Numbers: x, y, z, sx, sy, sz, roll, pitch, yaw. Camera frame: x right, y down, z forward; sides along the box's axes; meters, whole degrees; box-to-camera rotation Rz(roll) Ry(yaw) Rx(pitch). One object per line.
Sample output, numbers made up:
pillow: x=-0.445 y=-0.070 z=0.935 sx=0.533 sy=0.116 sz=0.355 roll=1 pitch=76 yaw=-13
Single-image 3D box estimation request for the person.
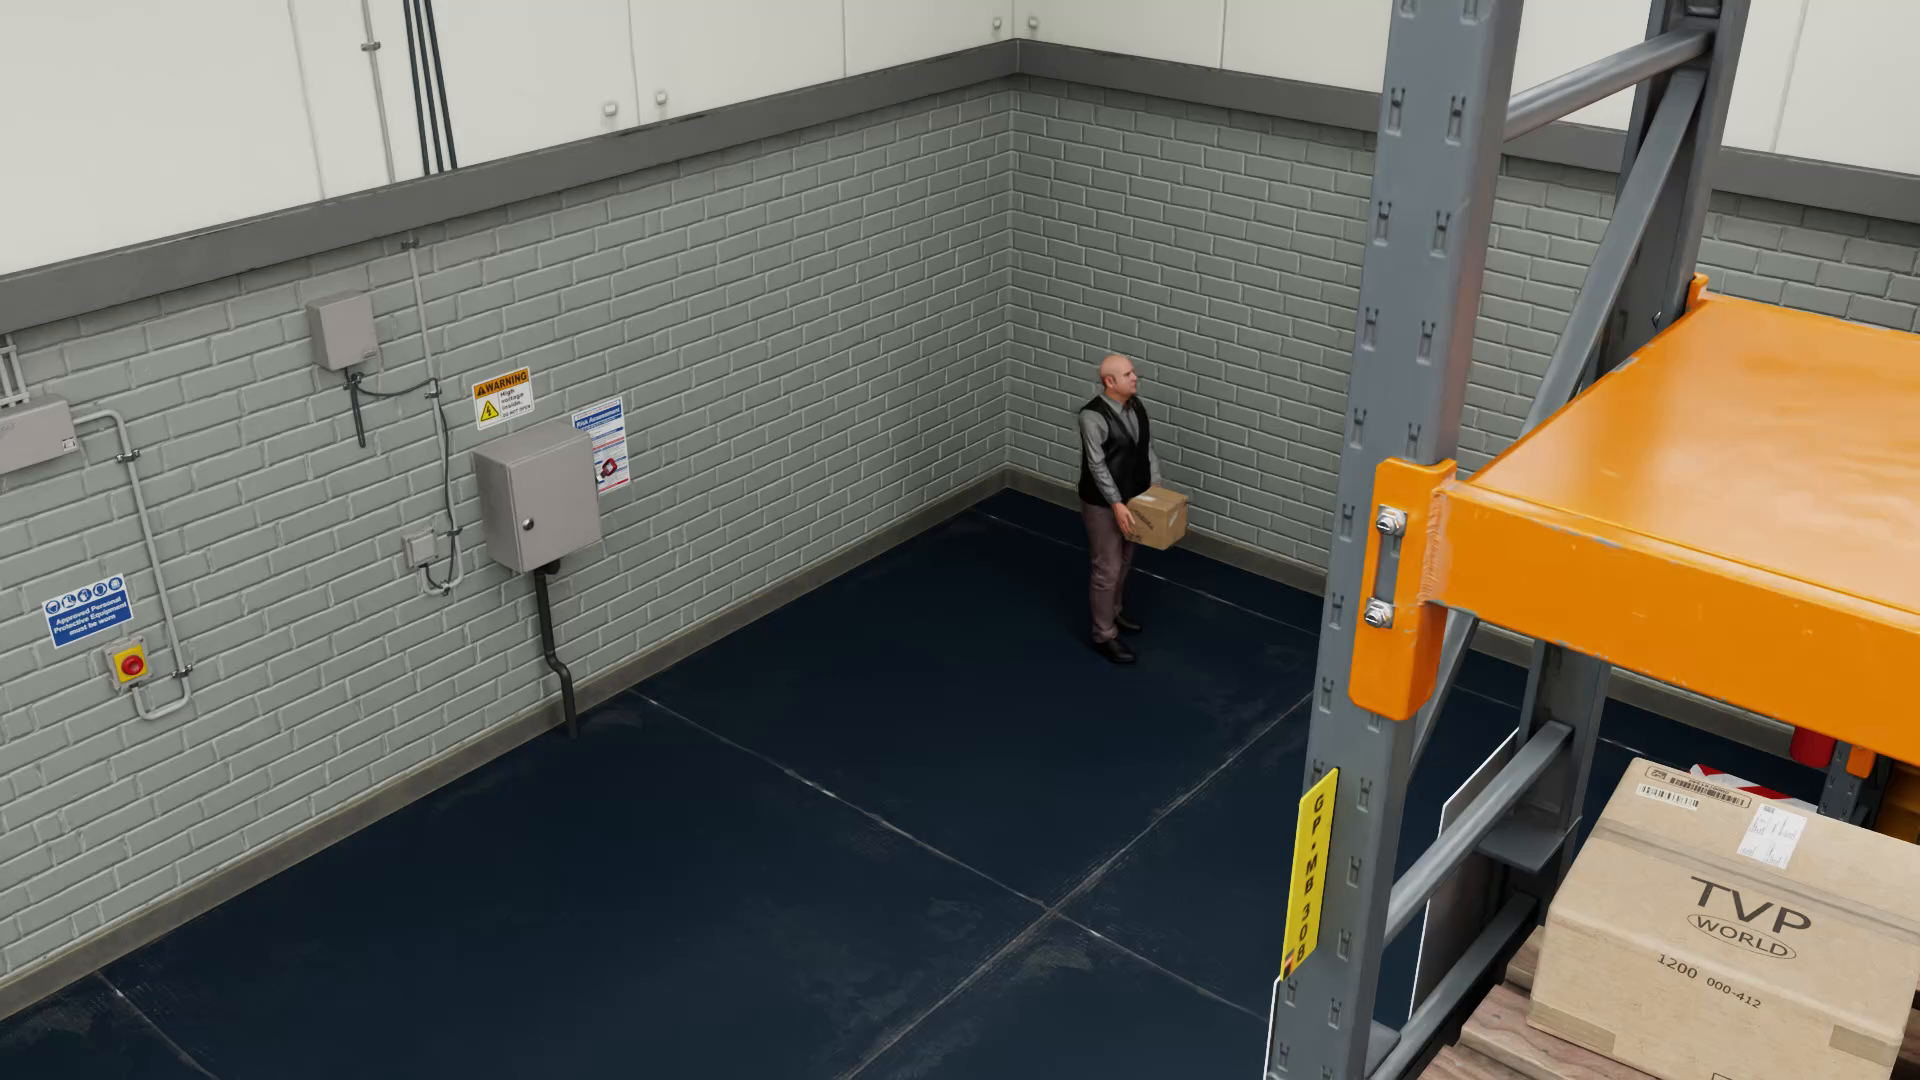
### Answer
person: x=0.947 y=-0.201 z=9.446 sx=0.537 sy=1.726 sz=0.554 roll=22 pitch=35 yaw=37
